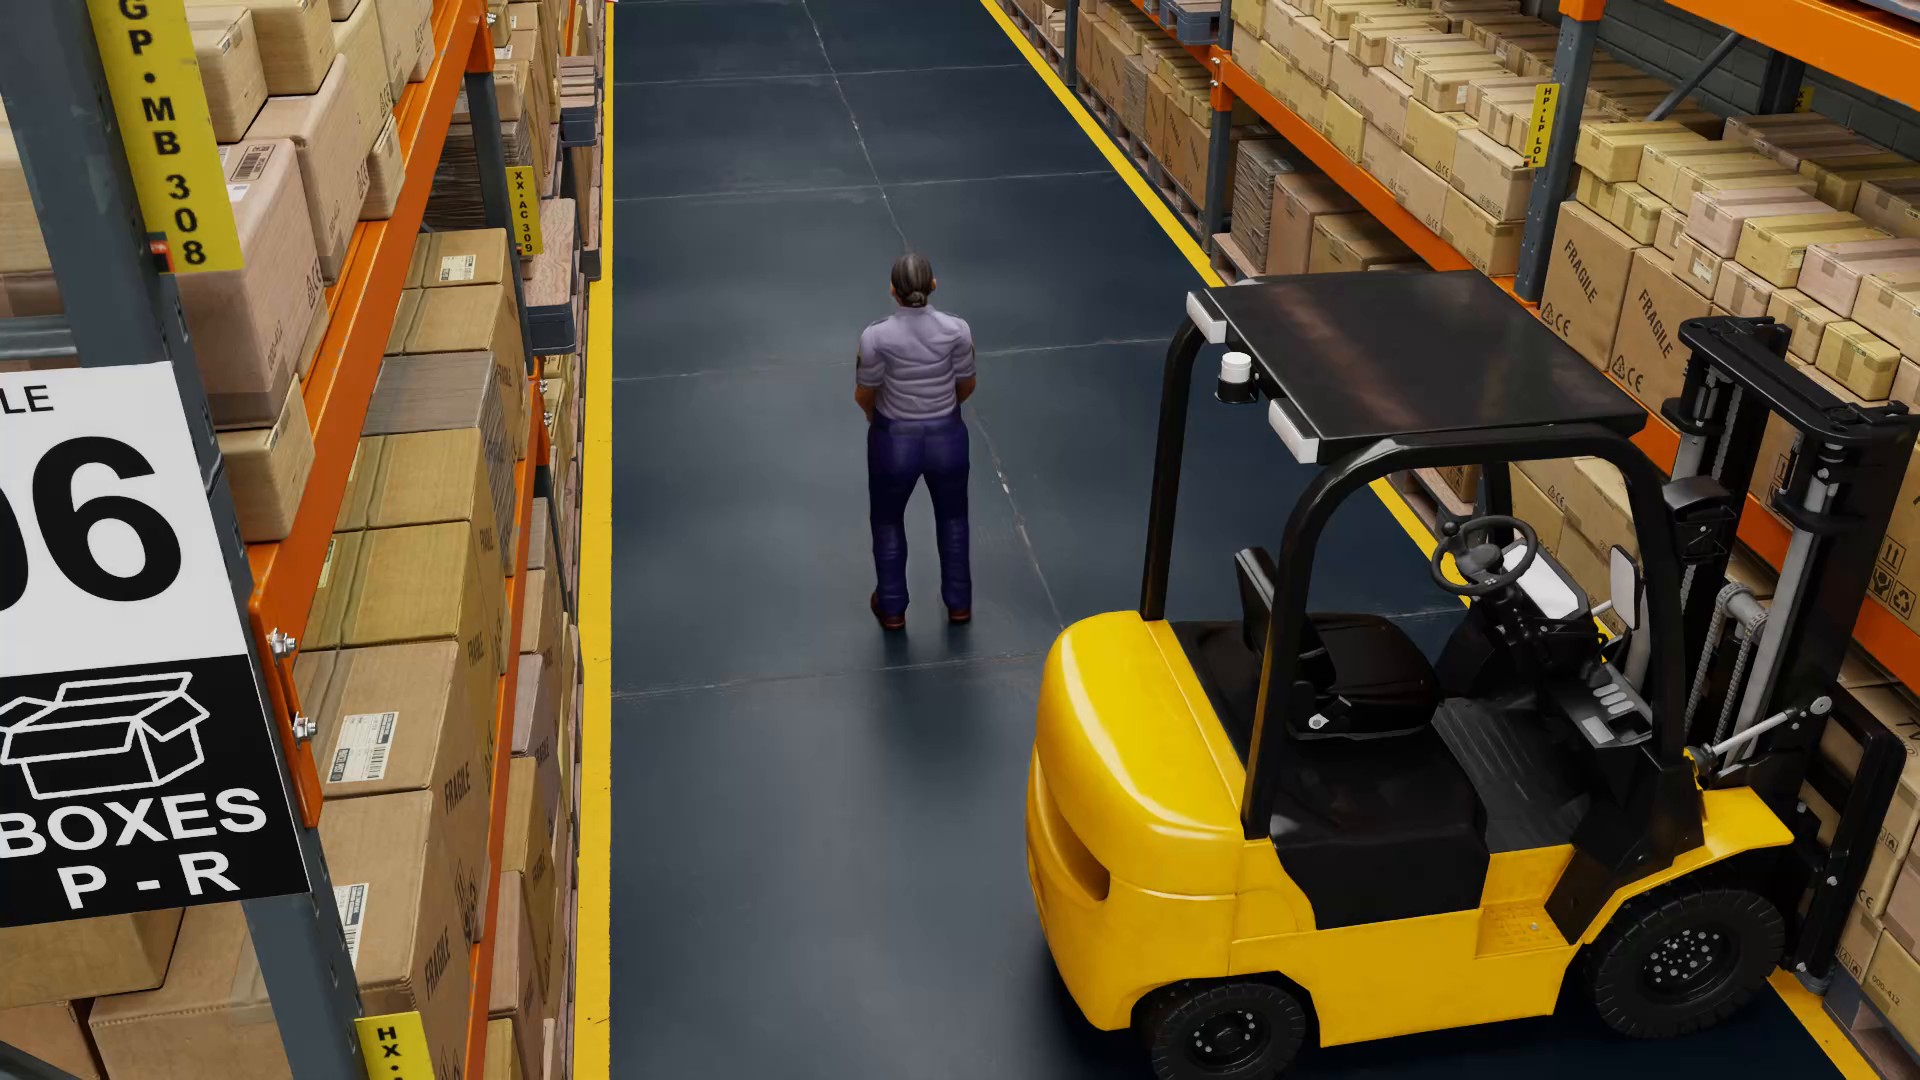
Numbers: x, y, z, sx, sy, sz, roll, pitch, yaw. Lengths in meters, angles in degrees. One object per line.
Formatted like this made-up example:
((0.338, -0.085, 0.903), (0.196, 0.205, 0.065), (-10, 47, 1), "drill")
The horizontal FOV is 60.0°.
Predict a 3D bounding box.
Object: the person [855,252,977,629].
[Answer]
((-0.183, -0.410, 6.824), (0.498, 1.653, 0.450), (-6, 31, -9), "person")
